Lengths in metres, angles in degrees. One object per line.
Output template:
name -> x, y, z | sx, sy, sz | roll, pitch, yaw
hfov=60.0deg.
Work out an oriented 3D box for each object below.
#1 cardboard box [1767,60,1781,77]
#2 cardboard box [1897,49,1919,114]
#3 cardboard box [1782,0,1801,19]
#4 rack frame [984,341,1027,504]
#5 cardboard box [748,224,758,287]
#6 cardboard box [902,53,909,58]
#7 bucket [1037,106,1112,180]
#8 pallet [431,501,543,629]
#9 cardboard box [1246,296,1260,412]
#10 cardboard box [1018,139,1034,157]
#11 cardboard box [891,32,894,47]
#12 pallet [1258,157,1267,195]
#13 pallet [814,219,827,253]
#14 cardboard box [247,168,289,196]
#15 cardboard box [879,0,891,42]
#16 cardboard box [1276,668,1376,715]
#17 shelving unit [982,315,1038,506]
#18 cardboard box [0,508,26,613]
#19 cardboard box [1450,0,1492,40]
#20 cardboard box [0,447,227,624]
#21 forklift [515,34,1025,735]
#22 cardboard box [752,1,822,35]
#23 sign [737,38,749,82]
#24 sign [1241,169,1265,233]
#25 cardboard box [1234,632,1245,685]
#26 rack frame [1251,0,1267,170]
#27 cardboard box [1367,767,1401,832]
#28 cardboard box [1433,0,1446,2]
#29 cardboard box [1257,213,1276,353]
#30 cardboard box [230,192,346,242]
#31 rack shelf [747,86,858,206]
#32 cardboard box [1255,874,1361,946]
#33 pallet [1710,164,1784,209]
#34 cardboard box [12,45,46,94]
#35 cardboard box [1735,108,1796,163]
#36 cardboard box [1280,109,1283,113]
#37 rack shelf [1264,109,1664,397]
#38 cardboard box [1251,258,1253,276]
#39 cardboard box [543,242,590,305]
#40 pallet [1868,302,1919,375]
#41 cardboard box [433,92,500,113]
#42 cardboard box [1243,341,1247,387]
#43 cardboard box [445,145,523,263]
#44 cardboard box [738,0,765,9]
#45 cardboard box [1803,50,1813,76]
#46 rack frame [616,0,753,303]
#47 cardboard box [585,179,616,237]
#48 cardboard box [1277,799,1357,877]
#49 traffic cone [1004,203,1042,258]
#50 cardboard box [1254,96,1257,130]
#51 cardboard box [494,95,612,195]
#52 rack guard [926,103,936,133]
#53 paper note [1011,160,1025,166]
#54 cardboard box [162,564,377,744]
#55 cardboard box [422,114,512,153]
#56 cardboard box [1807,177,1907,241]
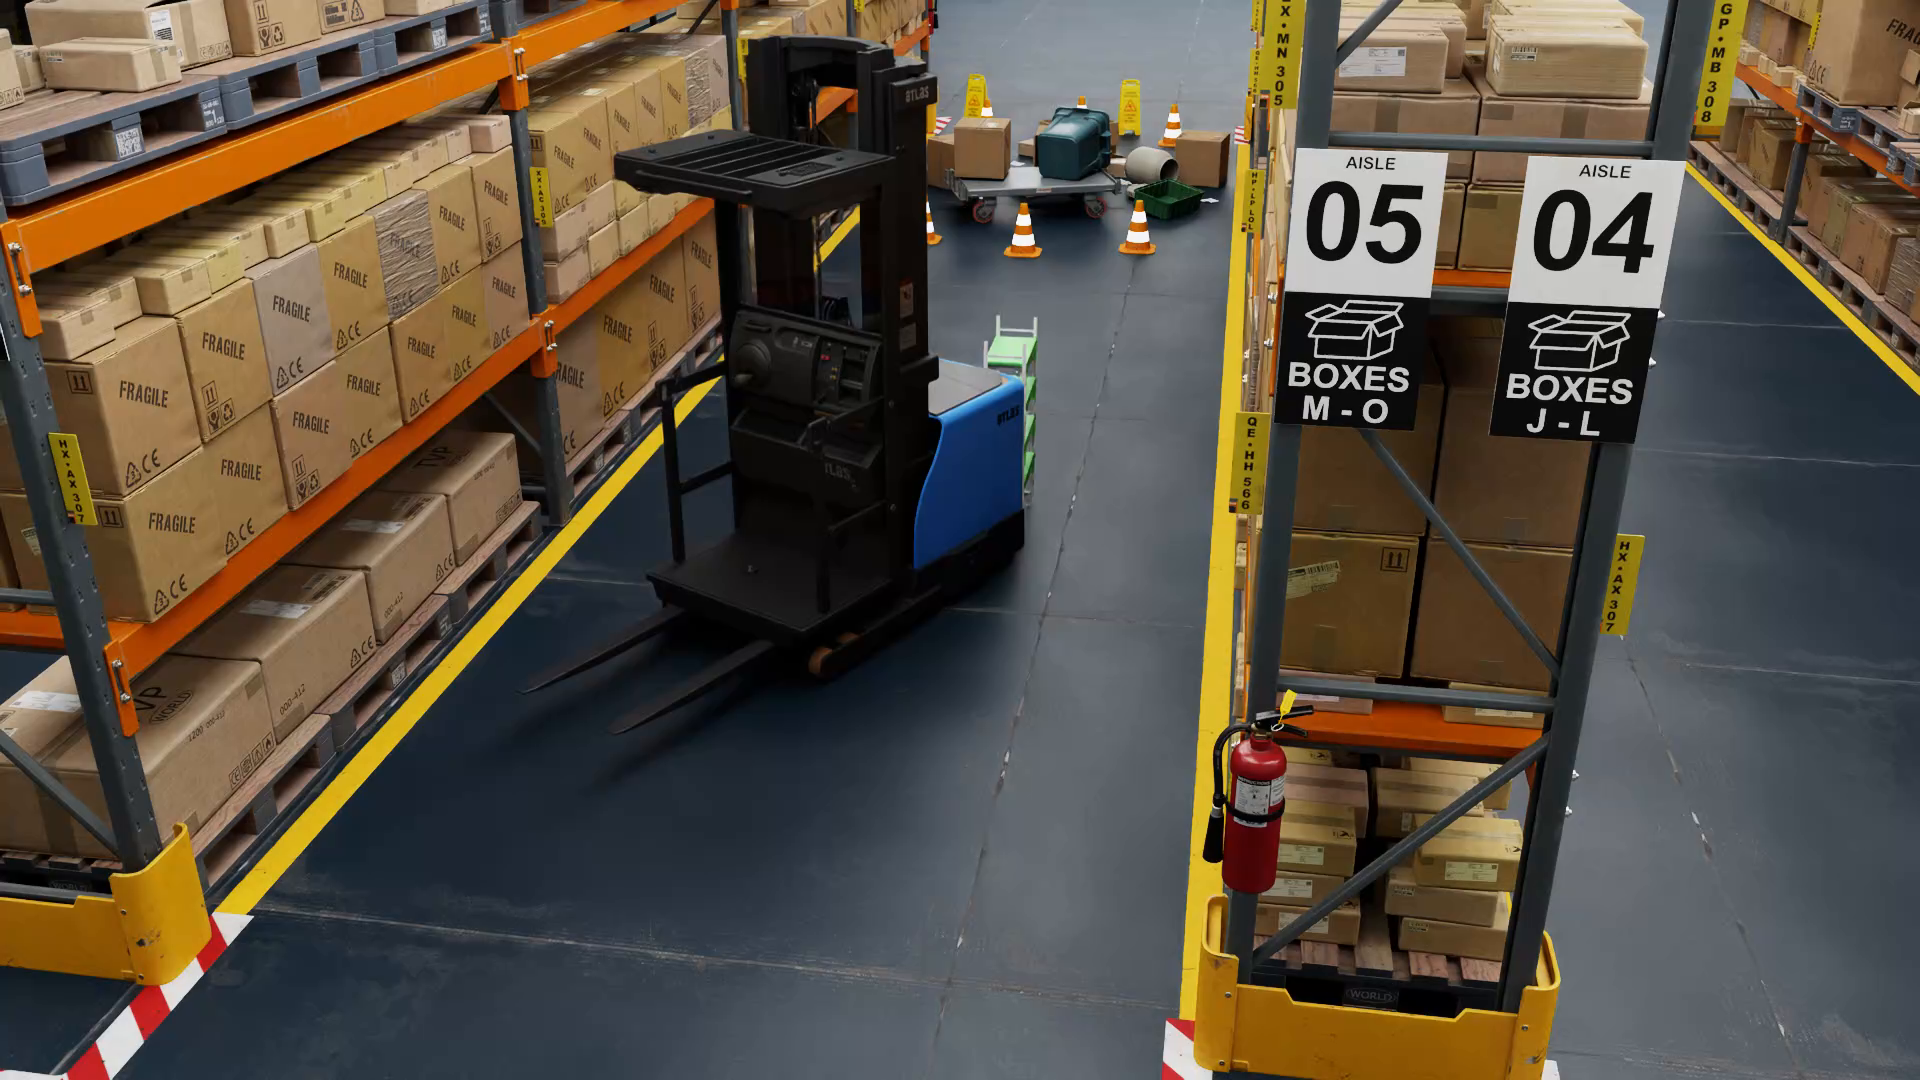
cardboard box -> 8.242, -4.661, 16.467 | 0.380, 0.149, 0.250 | 4, 25, 9
cardboard box -> 8.052, -3.651, 13.395 | 0.797, 0.503, 0.637 | 7, 26, 14
cardboard box -> 8.126, -5.195, 15.662 | 0.500, 0.500, 0.500 | 4, 25, 9
rack frame -> 0.252, -0.557, 9.524 | 0.240, 1.200, 0.015 | 4, 25, 8
cardboard box -> -2.084, -2.395, 13.932 | 0.950, 0.372, 0.625 | 2, 25, 5
cardboard box -> -0.791, -5.467, 18.990 | 0.380, 0.149, 0.250 | 4, 25, 9
bucket -> 1.115, -3.954, 16.727 | 0.726, 0.611, 0.620 | 13, 38, 26
pallet -> -3.042, 0.089, 9.310 | 1.003, 0.211, 1.213 | 4, 25, 9
cardboard box -> 1.539, -0.760, 7.367 | 0.500, 0.500, 0.500 | 3, 25, 7
cardboard box -> 0.900, -4.526, 19.244 | 0.380, 0.149, 0.250 | 19, 31, 35
cardboard box -> -0.933, -5.470, 18.193 | 0.380, 0.149, 0.250 | 4, 25, 8
pallet -> 2.702, -2.466, 11.707 | 1.213, 0.211, 1.003 | 4, 25, 9
pallet -> -1.856, -2.732, 15.337 | 1.003, 0.211, 1.213 | 4, 25, 9
cardboard box -> -3.307, -1.626, 7.624 | 0.380, 0.149, 0.250 | 4, 25, 8
cardboard box -> -1.032, -5.597, 17.701 | 0.500, 0.500, 0.500 | 4, 25, 8
cardboard box -> 1.180, 0.445, 5.557 | 0.380, 0.149, 0.250 | 4, 25, 9
shelving unit -> 0.292, -0.659, 9.743 | 0.258, 1.200, 0.503 | 4, 25, 8
cardboard box -> -3.676, -0.079, 6.262 | 0.500, 0.500, 0.500 | 4, 25, 9
cardboard box -> 1.838, -1.760, 5.551 | 0.380, 0.149, 0.250 | 5, 25, 10
cardboard box -> -3.132, -0.039, 6.178 | 0.500, 0.500, 0.500 | 4, 25, 8
forklift -> -0.909, -0.863, 8.136 | 1.130, 2.935, 3.031 | 17, 30, 32
cardboard box -> -1.552, -4.570, 15.011 | 0.500, 0.500, 0.500 | 5, 26, 10
sign -> -1.638, -3.646, 12.636 | 0.100, 0.325, 0.005 | 4, 25, 9
sign -> 1.512, -1.747, 8.578 | 0.100, 0.325, 0.005 | 4, 25, 9
cardboard box -> 1.444, 0.555, 7.542 | 0.380, 0.149, 0.250 | 4, 25, 9
rack frame -> 3.367, -4.531, 15.893 | 1.000, 3.000, 0.127 | 4, 25, 9
cardboard box -> 1.798, 1.033, 6.521 | 0.380, 0.149, 0.250 | 4, 25, 9
cardboard box -> 2.058, -2.057, 6.655 | 0.500, 0.250, 0.500 | 5, 26, 11
cardboard box -> 1.478, -1.005, 6.712 | 0.500, 0.500, 0.500 | 3, 25, 7
cardboard box -> -2.868, -1.380, 7.098 | 0.380, 0.149, 0.250 | 3, 25, 7
rack shelf -> -1.860, -3.670, 14.900 | 1.077, 0.370, 4.000 | 4, 25, 9
cardboard box -> 1.286, 1.354, 6.187 | 0.380, 0.149, 0.250 | 4, 25, 9
pallet -> 8.516, -3.678, 17.358 | 1.003, 0.211, 1.213 | 4, 25, 9
cardboard box -> -3.520, -1.669, 5.922 | 0.380, 0.149, 0.250 | 2, 25, 4
cardboard box -> 8.715, -4.364, 17.988 | 0.500, 0.500, 0.500 | 11, 27, 22
cardboard box -> 1.390, -1.432, 5.910 | 0.500, 0.250, 0.500 | 5, 26, 11
rack shelf -> 1.733, -1.382, 6.474 | 1.077, 0.370, 4.000 | 4, 25, 9
cardboard box -> 2.279, -1.772, 11.567 | 0.500, 0.250, 0.500 | 4, 25, 8
cardboard box -> -2.508, -1.584, 9.773 | 0.500, 0.250, 0.500 | 3, 25, 7
pallet -> 7.719, -1.536, 12.783 | 1.003, 0.211, 1.213 | 4, 25, 9
cardboard box -> -2.938, -2.405, 10.053 | 0.500, 0.500, 0.500 | 5, 25, 10
cardboard box -> 2.188, -1.213, 11.256 | 0.500, 0.500, 0.500 | 3, 25, 7
cardboard box -> -2.645, -1.768, 8.691 | 0.500, 0.500, 0.500 | 4, 25, 8
cardboard box -> -2.068, -4.611, 15.098 | 0.500, 0.500, 0.500 | 4, 25, 8
cardboard box -> 8.378, -4.509, 15.377 | 0.875, 0.500, 0.500 | 4, 25, 9
rack frame -> -2.187, -3.159, 12.961 | 1.000, 3.000, 0.127 | 4, 25, 9
cardboard box -> -2.433, -2.029, 10.134 | 0.500, 0.250, 0.500 | 4, 25, 9
cardboard box -> 1.243, 1.080, 6.070 | 0.380, 0.149, 0.250 | 4, 25, 9
traffic cone -> 0.585, -2.877, 15.350 | 0.336, 0.463, 0.334 | 4, 25, 9
cardboard box -> 2.766, -3.743, 14.090 | 0.500, 0.500, 0.500 | 4, 25, 9
cardboard box -> -2.429, -2.363, 9.963 | 0.500, 0.500, 0.500 | 4, 25, 8
rack guard -> -0.892, -5.341, 20.571 | 1.175, 0.500, 0.348 | 4, 25, 9
paper note -> 0.643, -4.277, 18.865 | 0.148, 0.019, 0.142 | 13, 28, 26
cardboard box -> -3.343, 0.491, 7.690 | 0.875, 0.438, 0.875 | 5, 25, 10
cardboard box -> -2.577, -2.127, 8.694 | 0.380, 0.149, 0.250 | 4, 25, 7
cardboard box -> 8.122, -2.957, 14.959 | 0.700, 0.500, 0.500 | 2, 25, 4
